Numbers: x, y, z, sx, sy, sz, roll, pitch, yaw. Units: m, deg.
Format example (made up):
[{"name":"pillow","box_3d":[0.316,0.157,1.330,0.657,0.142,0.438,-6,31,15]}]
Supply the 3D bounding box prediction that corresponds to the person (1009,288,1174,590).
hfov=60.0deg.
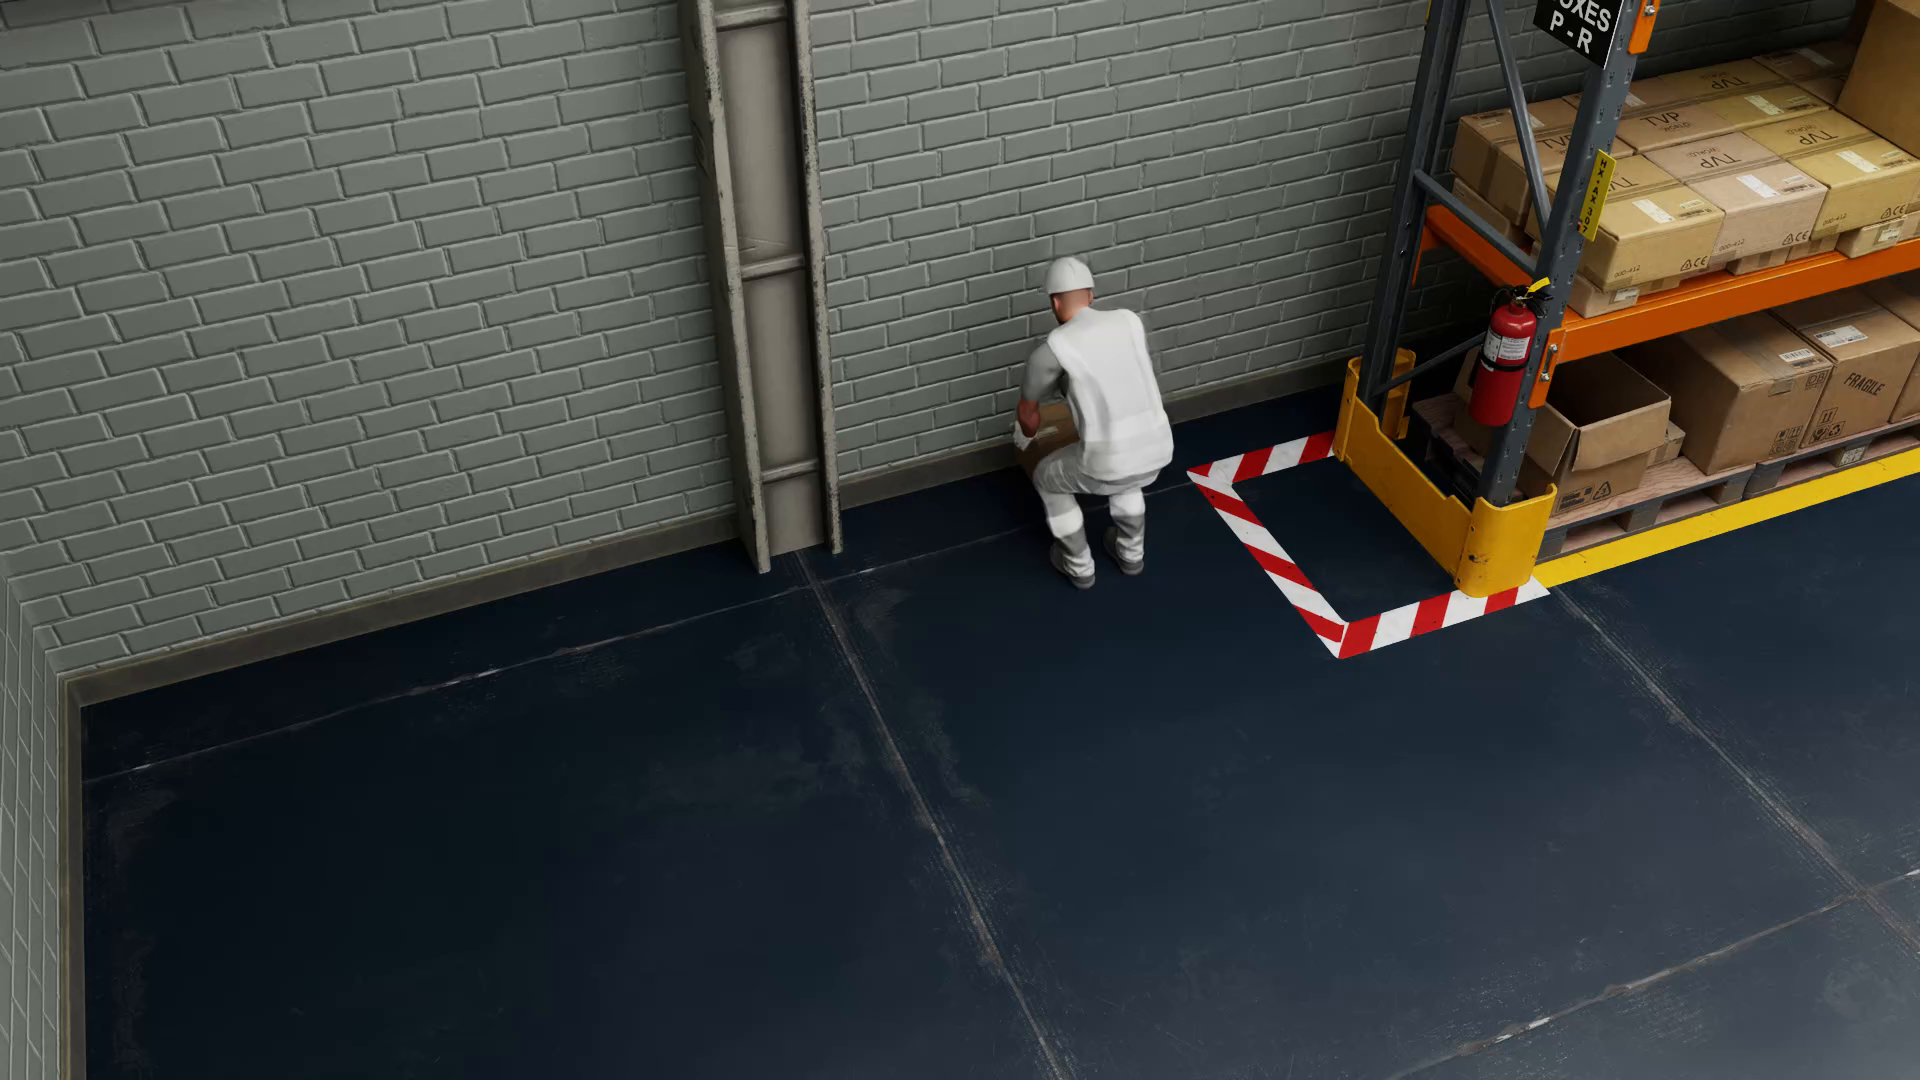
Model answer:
[{"name":"person","box_3d":[0.551,-0.417,6.948,0.581,1.349,0.727,-15,44,-17]}]
